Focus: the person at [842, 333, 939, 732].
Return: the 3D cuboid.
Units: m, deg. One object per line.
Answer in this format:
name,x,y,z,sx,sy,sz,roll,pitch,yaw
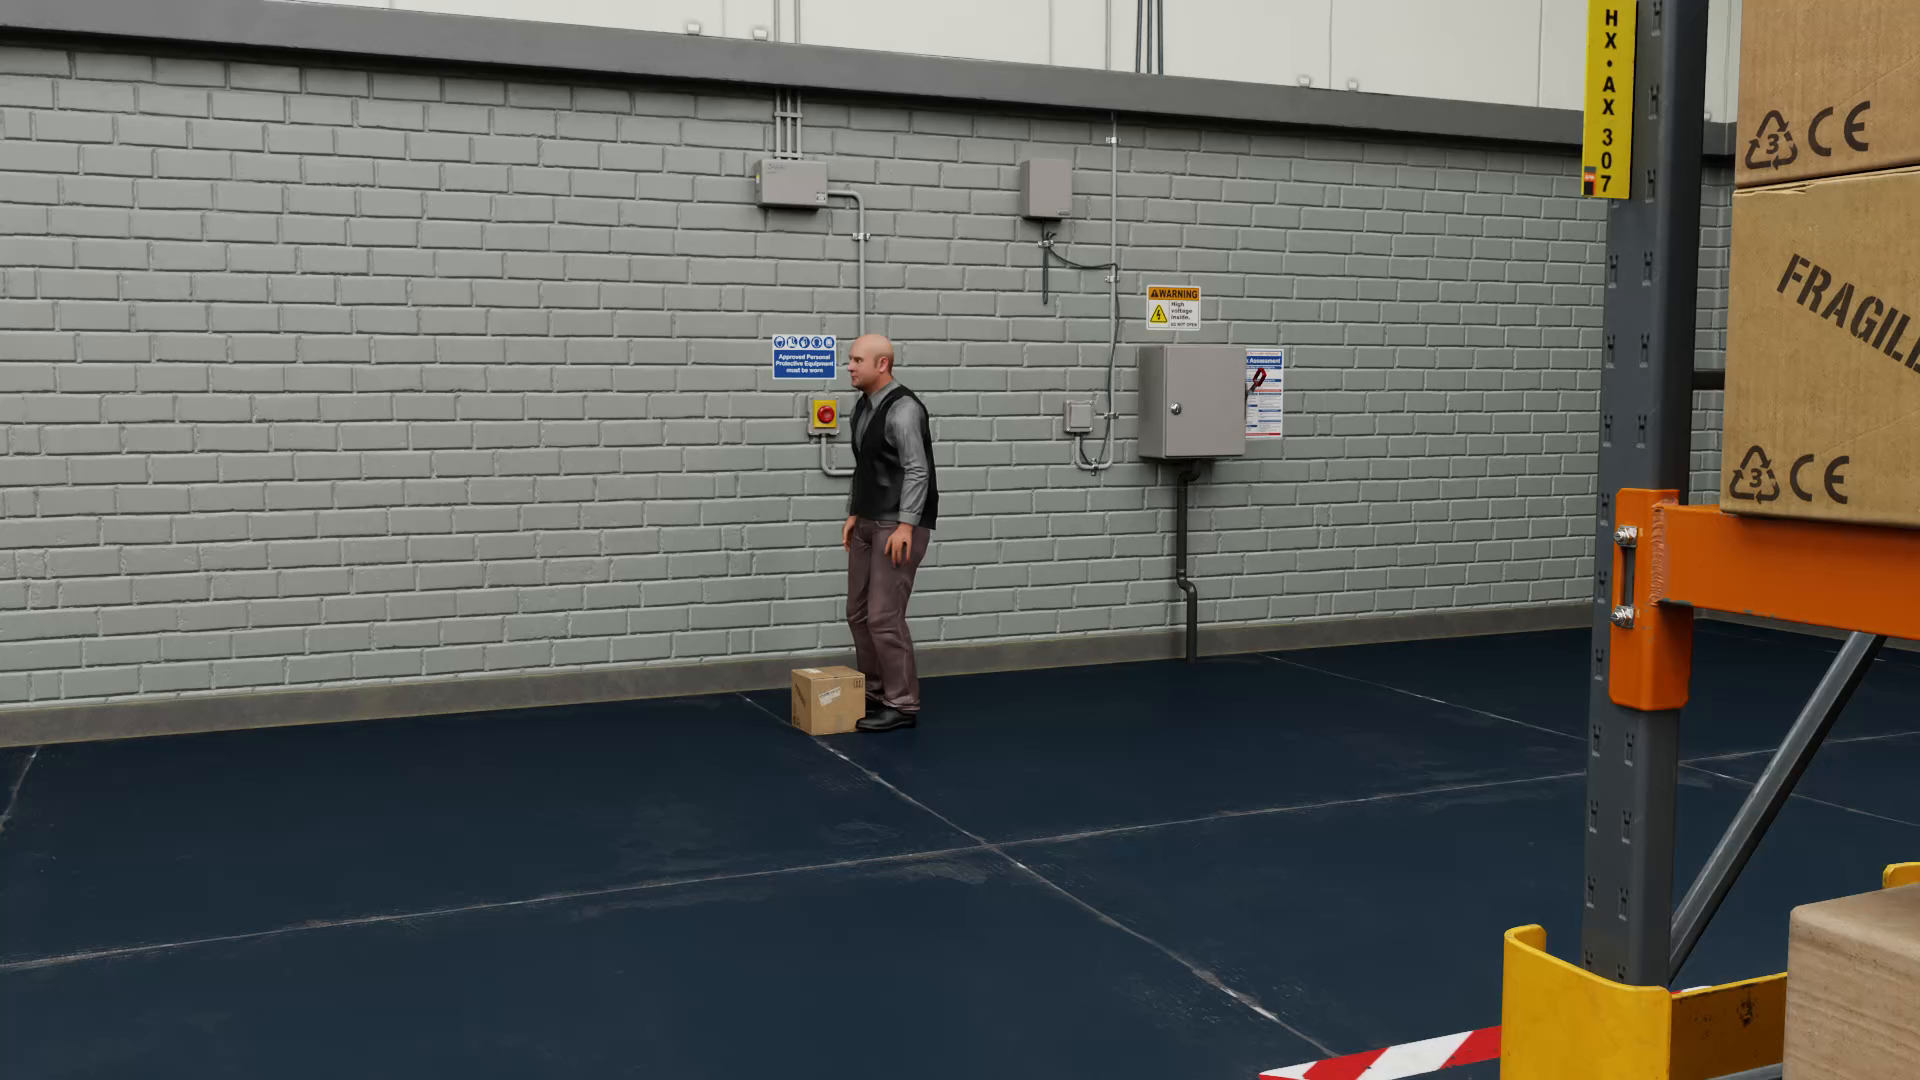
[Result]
person,-0.321,-0.042,7.326,0.417,1.721,0.594,-3,6,-27
